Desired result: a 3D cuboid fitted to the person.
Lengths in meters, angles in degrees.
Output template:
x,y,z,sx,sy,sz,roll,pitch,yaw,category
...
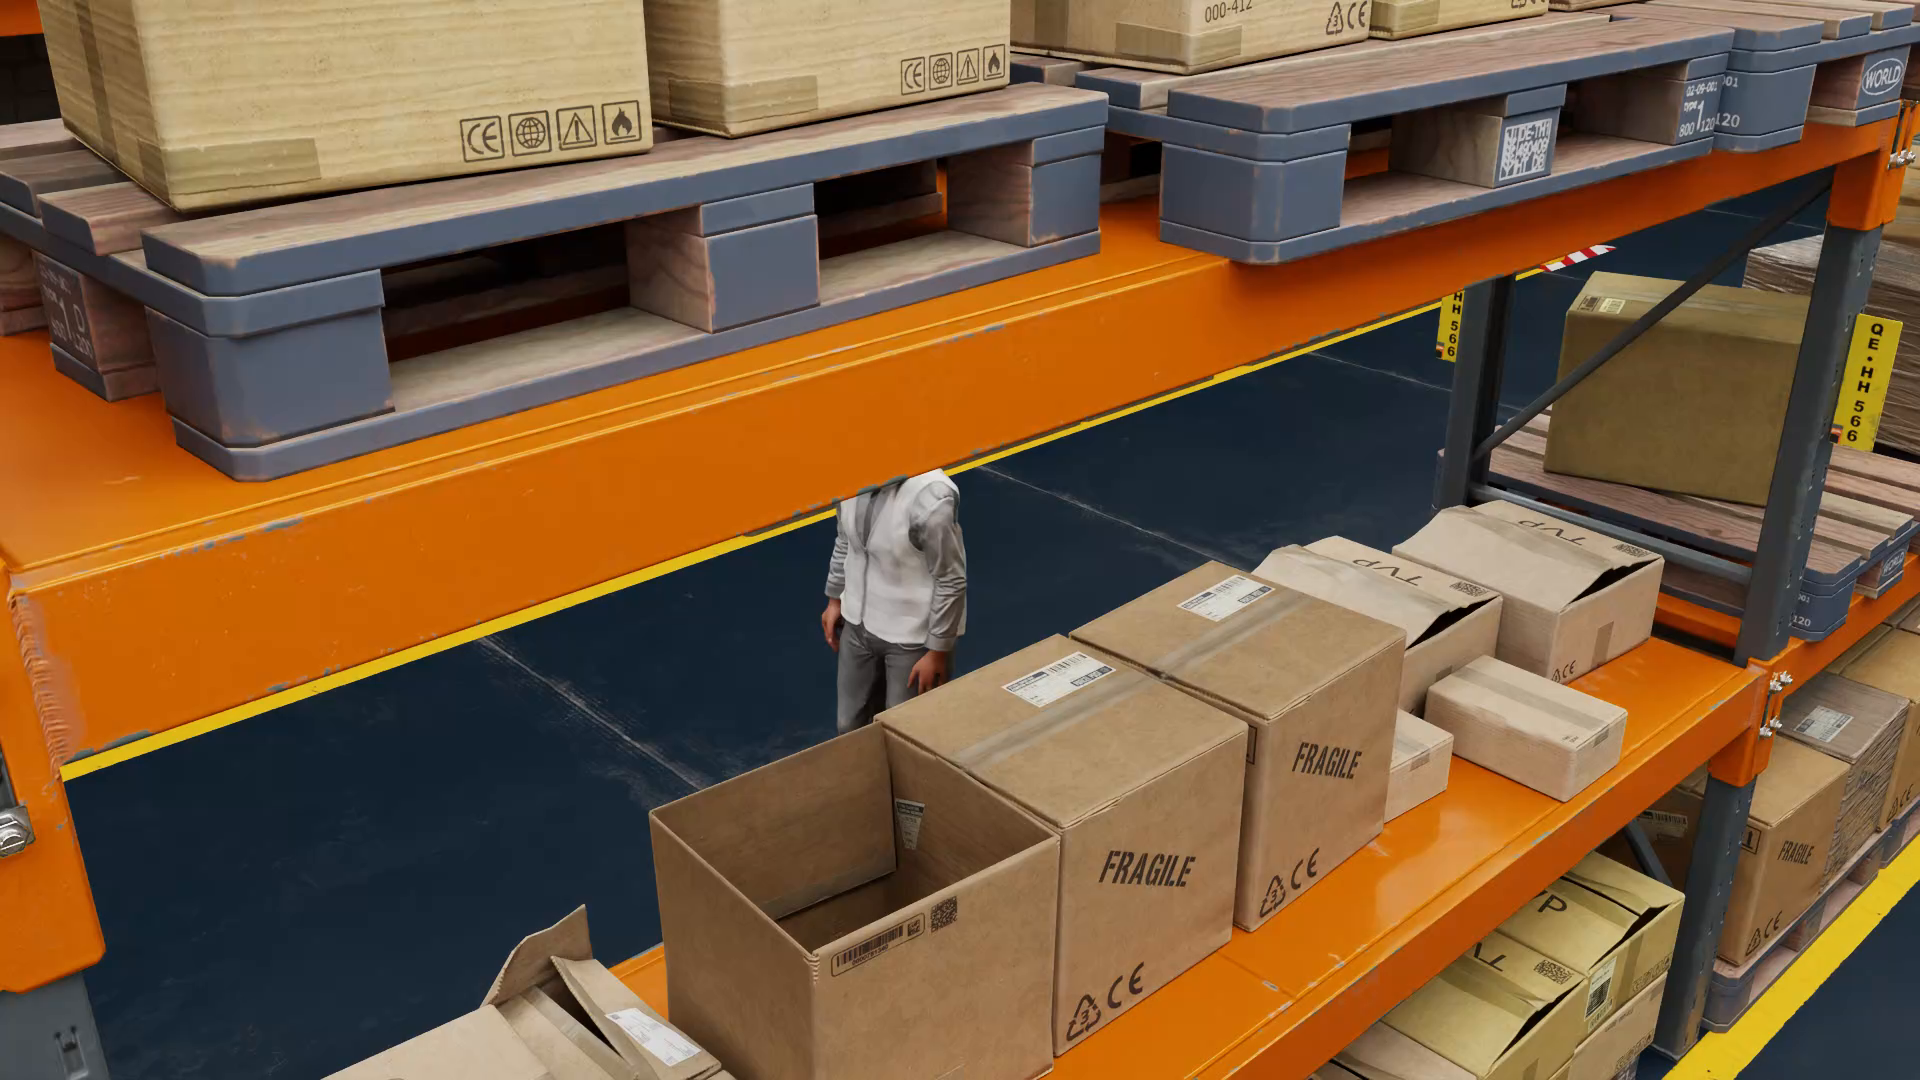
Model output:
x,y,z,sx,sy,sz,roll,pitch,yaw,category
-0.222,0.286,5.432,0.460,1.772,0.580,-21,31,-38,person
